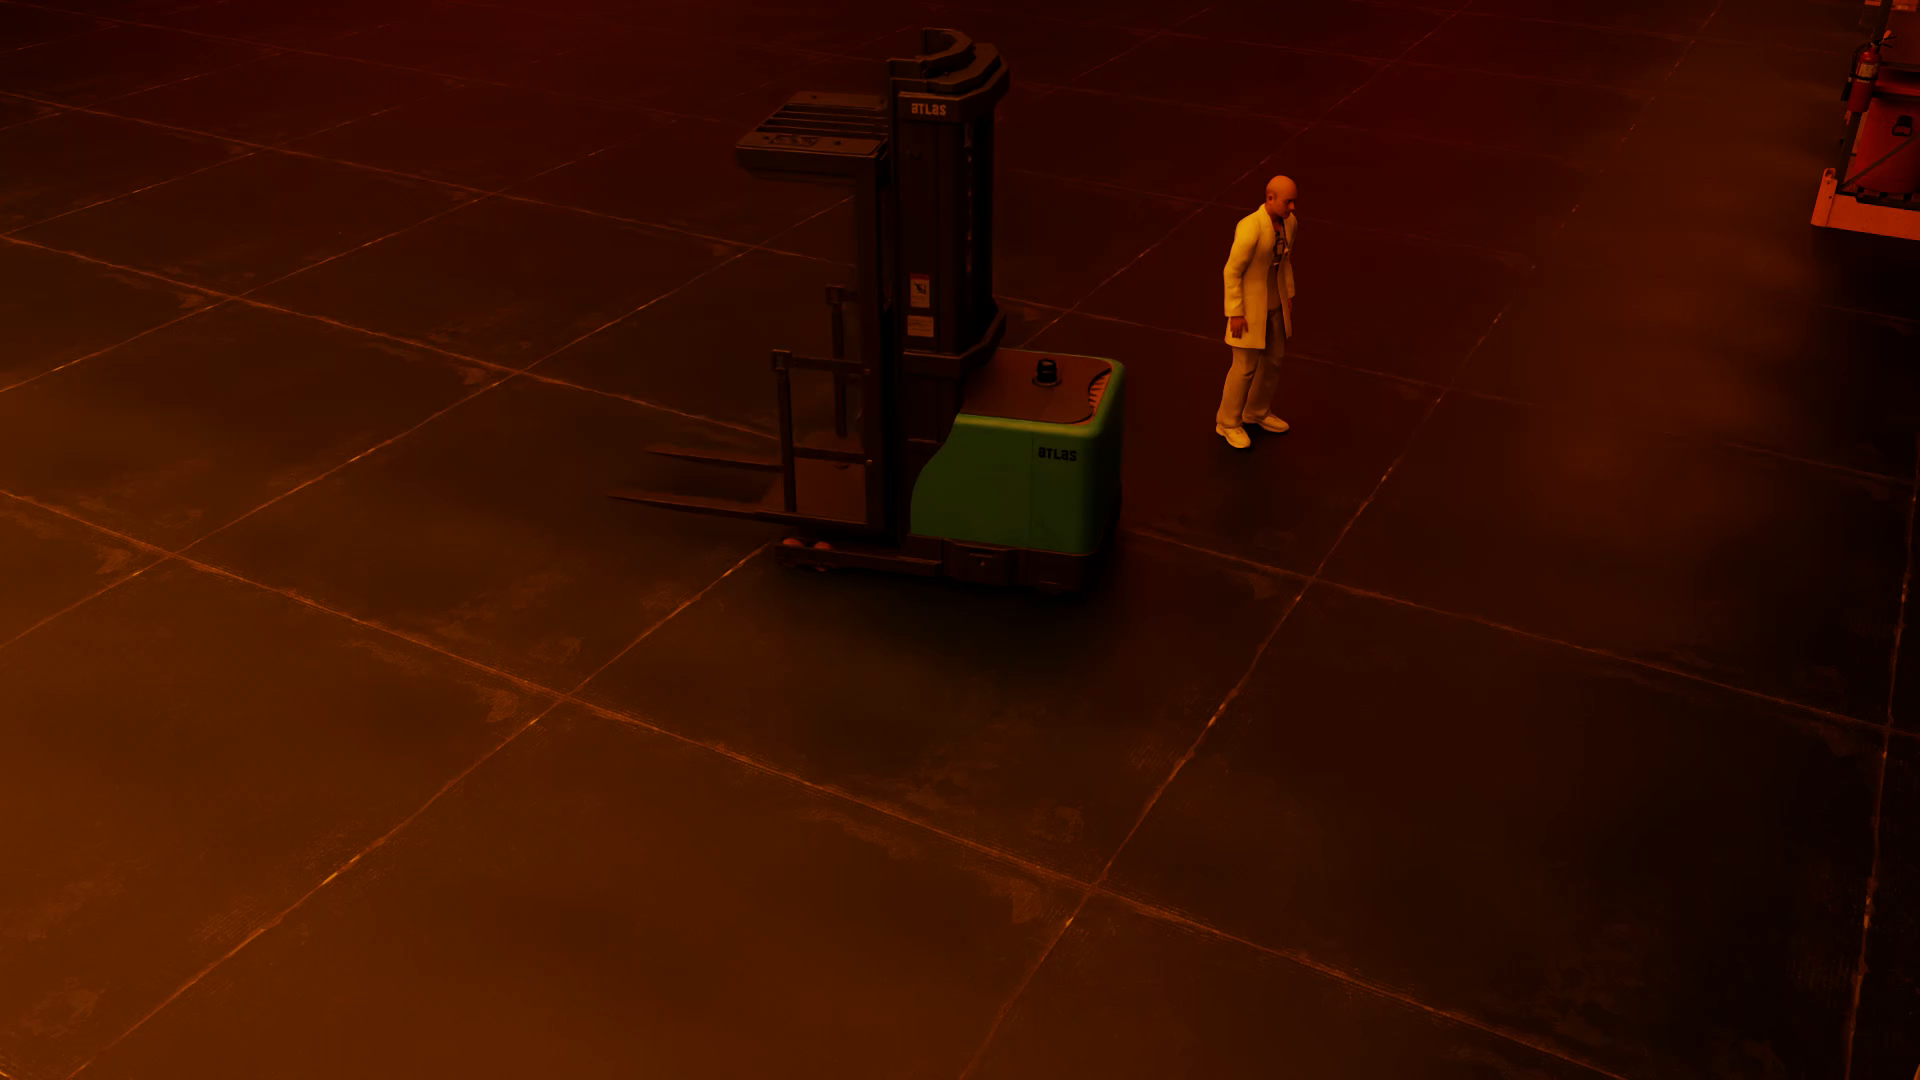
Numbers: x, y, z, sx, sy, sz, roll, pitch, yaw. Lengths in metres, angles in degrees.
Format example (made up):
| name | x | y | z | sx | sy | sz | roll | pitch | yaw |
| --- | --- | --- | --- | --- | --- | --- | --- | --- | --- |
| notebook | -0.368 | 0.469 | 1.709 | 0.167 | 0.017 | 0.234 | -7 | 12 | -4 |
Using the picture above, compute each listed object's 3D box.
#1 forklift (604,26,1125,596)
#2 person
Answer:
| name | x | y | z | sx | sy | sz | roll | pitch | yaw |
| --- | --- | --- | --- | --- | --- | --- | --- | --- | --- |
| forklift | -0.600 | -1.336 | 9.386 | 3.031 | 2.935 | 1.130 | 7 | 31 | 12 |
| person | 1.967 | -1.517 | 10.859 | 0.643 | 1.772 | 0.429 | -23 | 37 | -34 |
